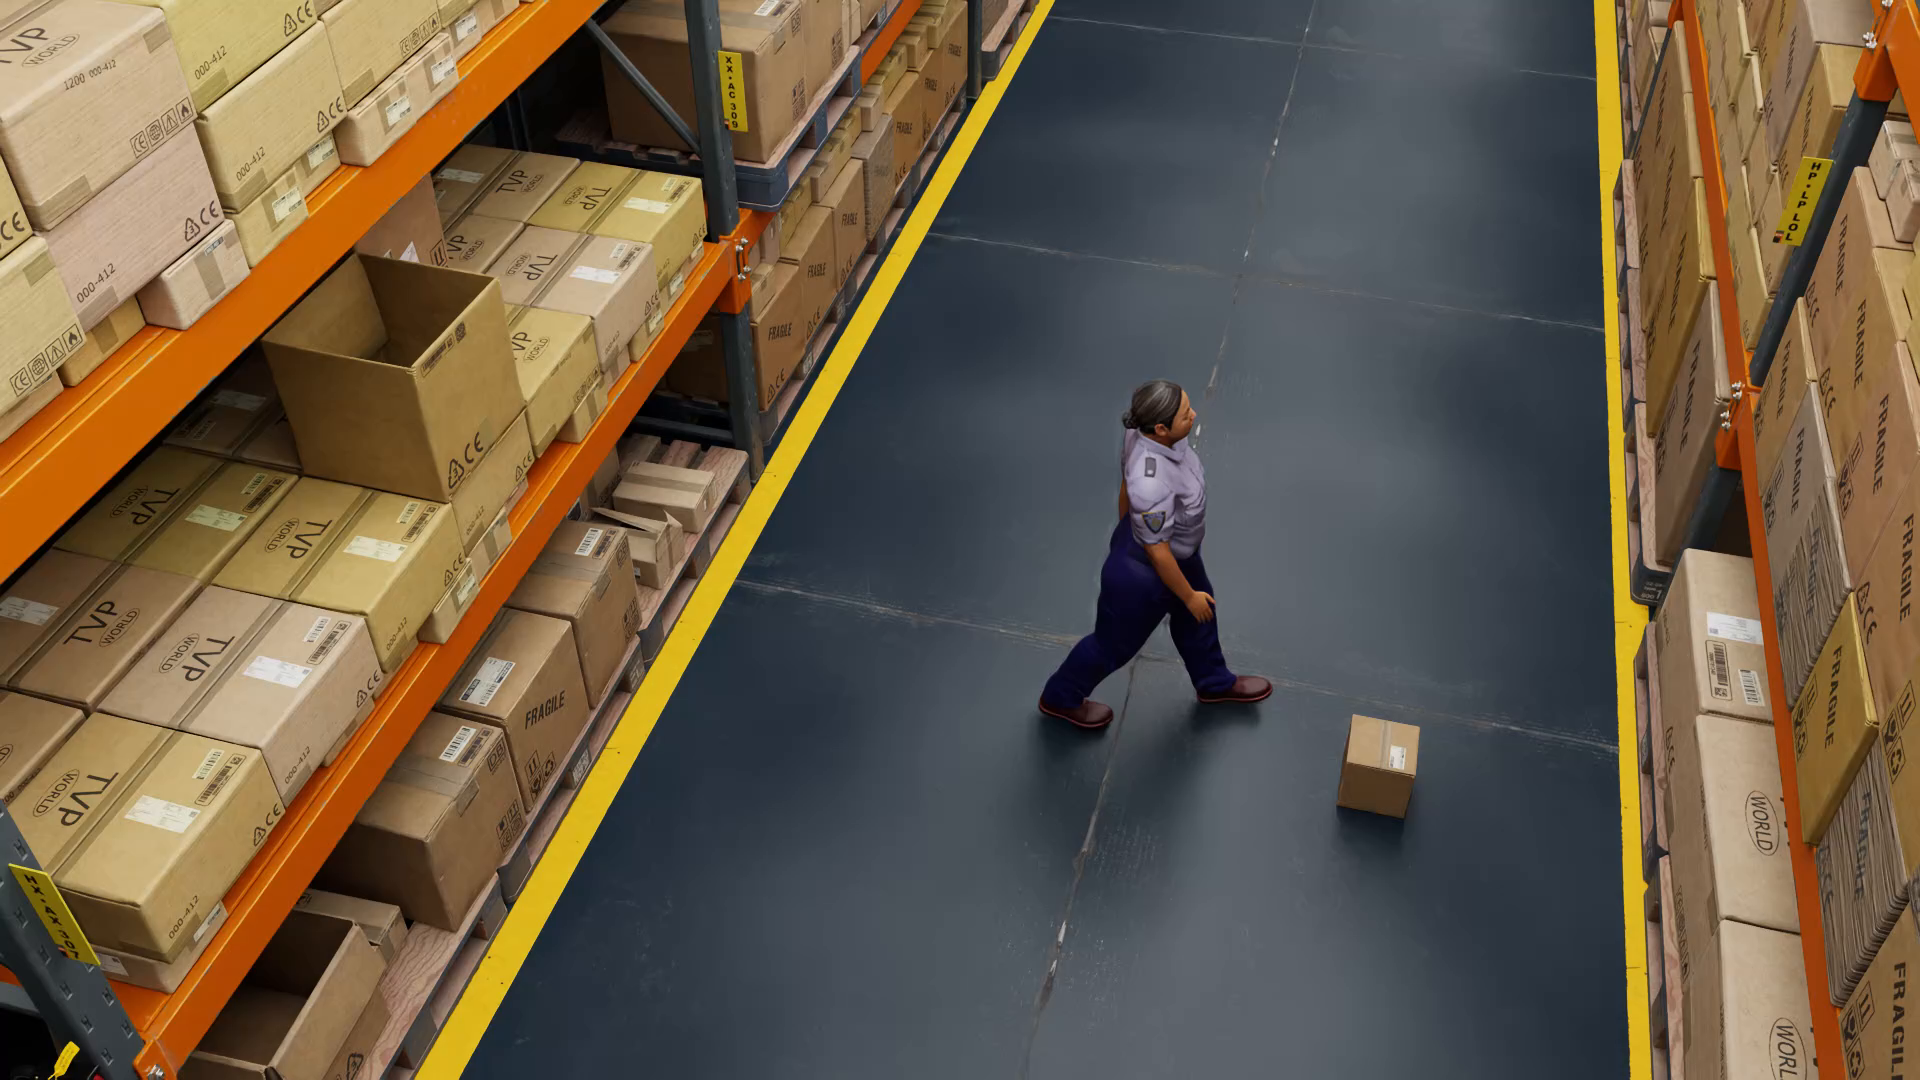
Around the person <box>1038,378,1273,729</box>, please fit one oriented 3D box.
[{"bbox_3d":[0.766,0.092,6.060,0.903,1.604,0.484,8,42,9],"label":"person"}]
